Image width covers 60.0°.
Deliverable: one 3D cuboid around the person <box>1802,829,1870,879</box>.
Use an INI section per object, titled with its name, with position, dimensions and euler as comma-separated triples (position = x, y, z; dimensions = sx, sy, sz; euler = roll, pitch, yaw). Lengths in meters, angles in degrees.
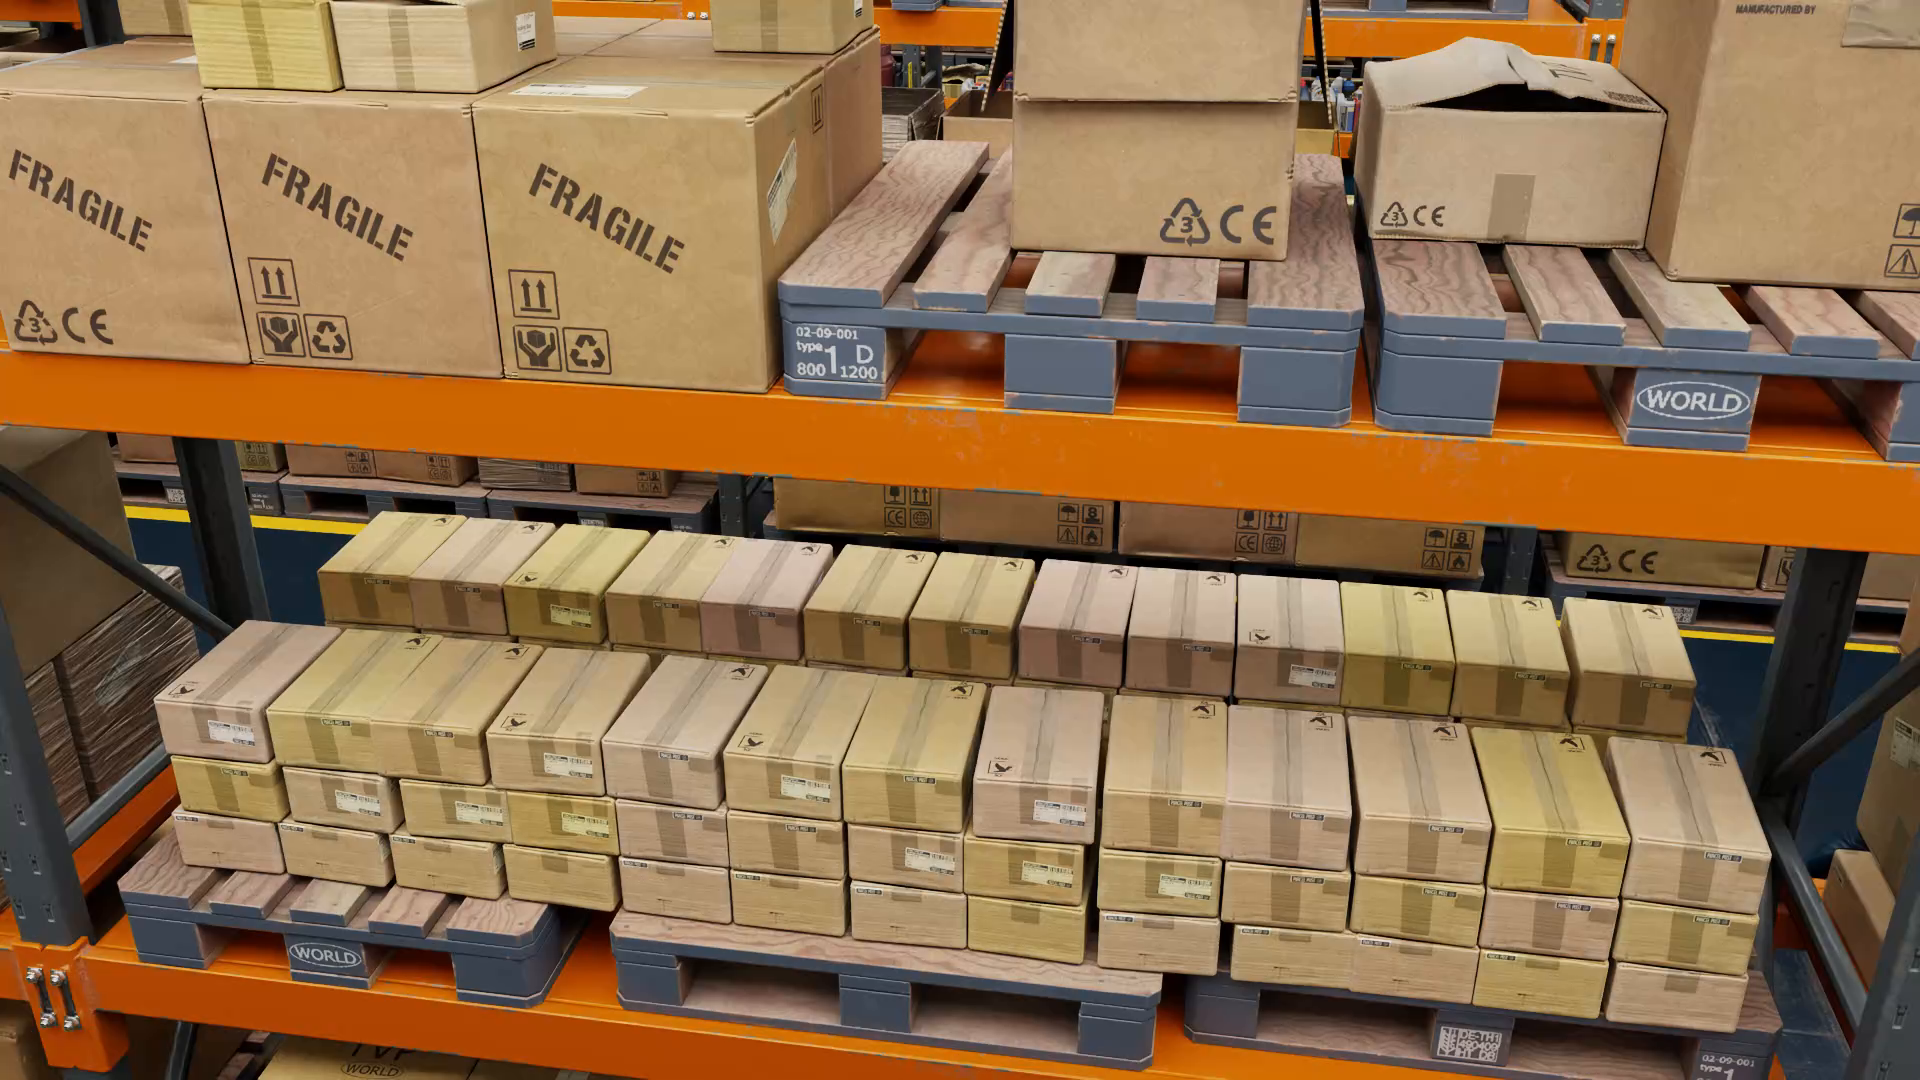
[person]
position = 3.242, 0.789, 5.434
dimensions = 0.927, 1.538, 0.449
euler = 14, 29, 28
